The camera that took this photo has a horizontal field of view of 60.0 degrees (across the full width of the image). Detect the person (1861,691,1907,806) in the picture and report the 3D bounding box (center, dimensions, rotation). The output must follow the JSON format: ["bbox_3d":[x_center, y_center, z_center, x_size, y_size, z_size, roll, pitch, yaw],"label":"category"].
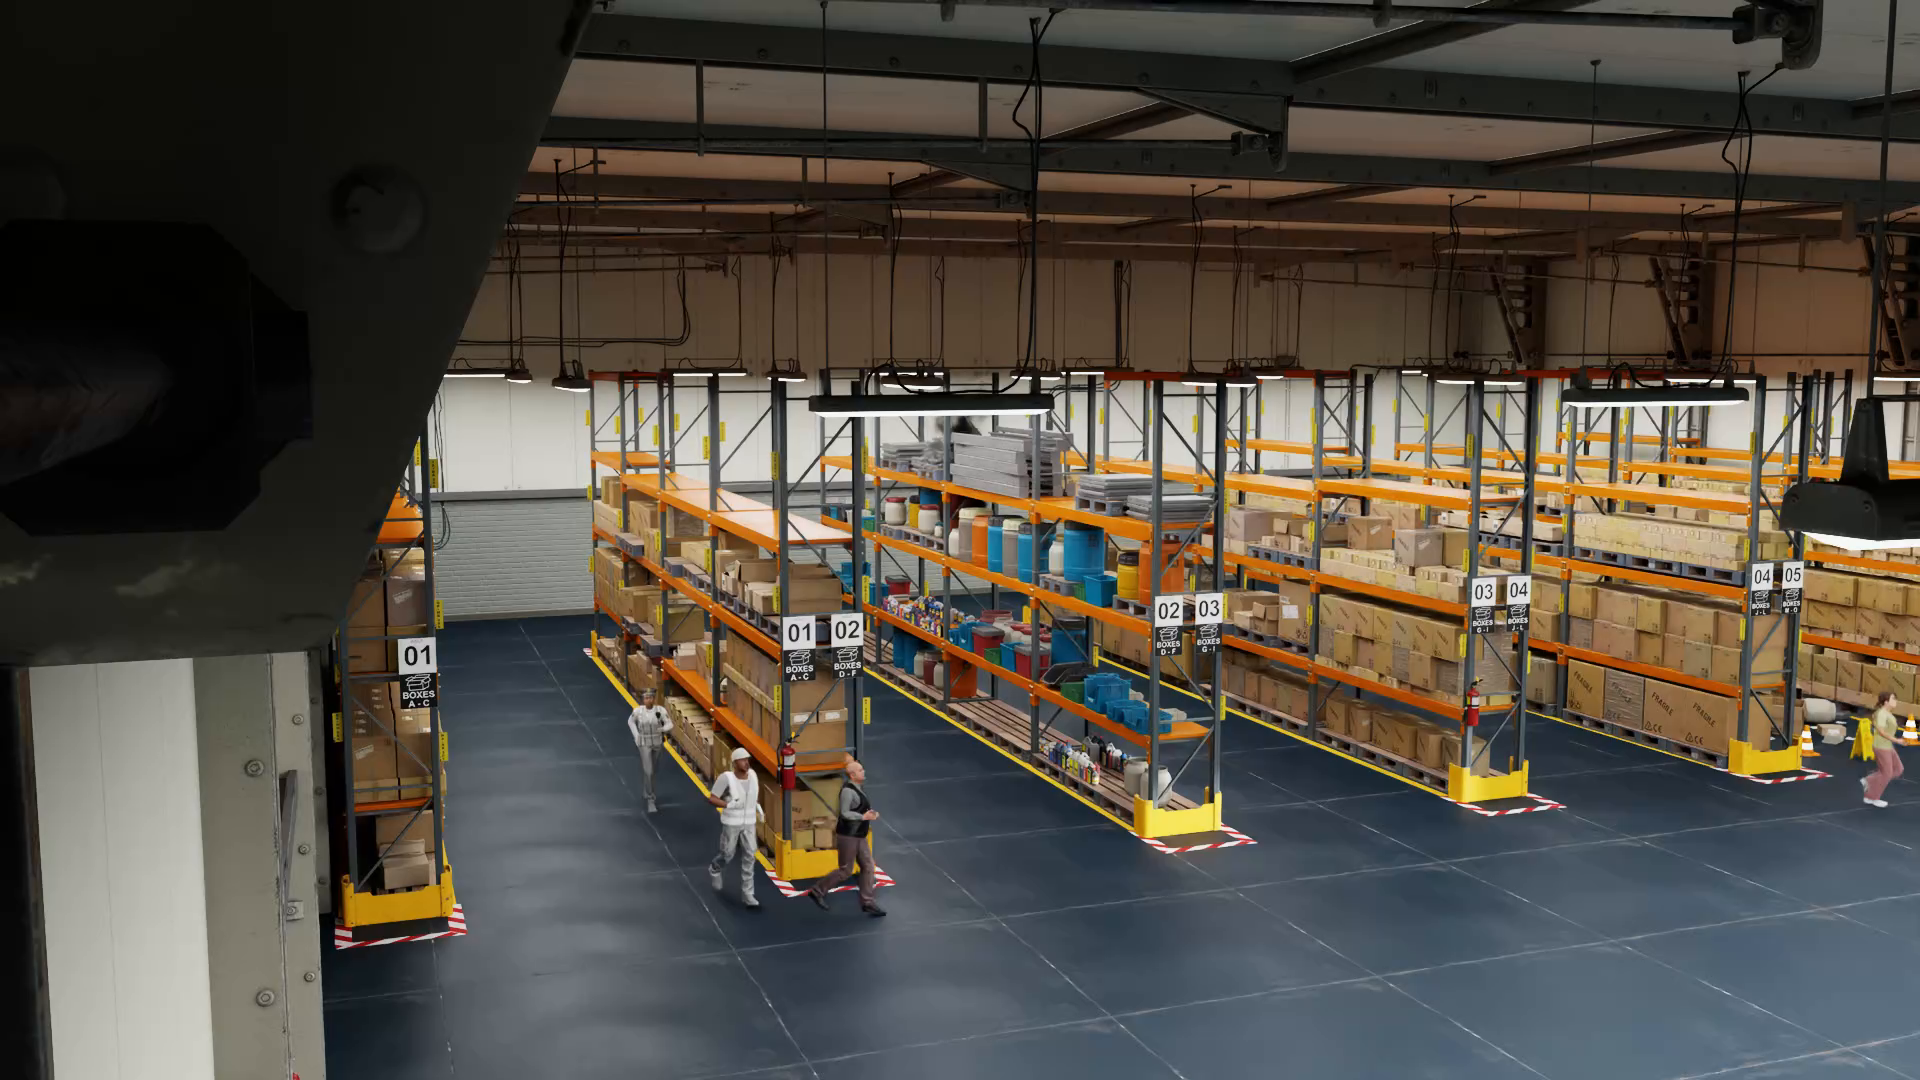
[{"bbox_3d":[12.985,2.965,23.352,0.560,1.538,0.616,4,8,33],"label":"person"}]

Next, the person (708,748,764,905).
[{"bbox_3d":[-2.548,3.292,19.285,0.734,1.747,0.996,-4,7,-32],"label":"person"}]

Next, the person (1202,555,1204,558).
[{"bbox_3d":[5.481,1.184,38.547,0.689,1.706,0.554,-2,7,-20],"label":"person"}]

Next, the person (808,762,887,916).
[{"bbox_3d":[-1.251,3.379,18.869,0.883,1.737,0.669,1,7,11],"label":"person"}]

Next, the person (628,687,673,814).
[{"bbox_3d":[-4.314,2.895,23.297,0.592,1.732,0.834,-2,7,-21],"label":"person"}]
